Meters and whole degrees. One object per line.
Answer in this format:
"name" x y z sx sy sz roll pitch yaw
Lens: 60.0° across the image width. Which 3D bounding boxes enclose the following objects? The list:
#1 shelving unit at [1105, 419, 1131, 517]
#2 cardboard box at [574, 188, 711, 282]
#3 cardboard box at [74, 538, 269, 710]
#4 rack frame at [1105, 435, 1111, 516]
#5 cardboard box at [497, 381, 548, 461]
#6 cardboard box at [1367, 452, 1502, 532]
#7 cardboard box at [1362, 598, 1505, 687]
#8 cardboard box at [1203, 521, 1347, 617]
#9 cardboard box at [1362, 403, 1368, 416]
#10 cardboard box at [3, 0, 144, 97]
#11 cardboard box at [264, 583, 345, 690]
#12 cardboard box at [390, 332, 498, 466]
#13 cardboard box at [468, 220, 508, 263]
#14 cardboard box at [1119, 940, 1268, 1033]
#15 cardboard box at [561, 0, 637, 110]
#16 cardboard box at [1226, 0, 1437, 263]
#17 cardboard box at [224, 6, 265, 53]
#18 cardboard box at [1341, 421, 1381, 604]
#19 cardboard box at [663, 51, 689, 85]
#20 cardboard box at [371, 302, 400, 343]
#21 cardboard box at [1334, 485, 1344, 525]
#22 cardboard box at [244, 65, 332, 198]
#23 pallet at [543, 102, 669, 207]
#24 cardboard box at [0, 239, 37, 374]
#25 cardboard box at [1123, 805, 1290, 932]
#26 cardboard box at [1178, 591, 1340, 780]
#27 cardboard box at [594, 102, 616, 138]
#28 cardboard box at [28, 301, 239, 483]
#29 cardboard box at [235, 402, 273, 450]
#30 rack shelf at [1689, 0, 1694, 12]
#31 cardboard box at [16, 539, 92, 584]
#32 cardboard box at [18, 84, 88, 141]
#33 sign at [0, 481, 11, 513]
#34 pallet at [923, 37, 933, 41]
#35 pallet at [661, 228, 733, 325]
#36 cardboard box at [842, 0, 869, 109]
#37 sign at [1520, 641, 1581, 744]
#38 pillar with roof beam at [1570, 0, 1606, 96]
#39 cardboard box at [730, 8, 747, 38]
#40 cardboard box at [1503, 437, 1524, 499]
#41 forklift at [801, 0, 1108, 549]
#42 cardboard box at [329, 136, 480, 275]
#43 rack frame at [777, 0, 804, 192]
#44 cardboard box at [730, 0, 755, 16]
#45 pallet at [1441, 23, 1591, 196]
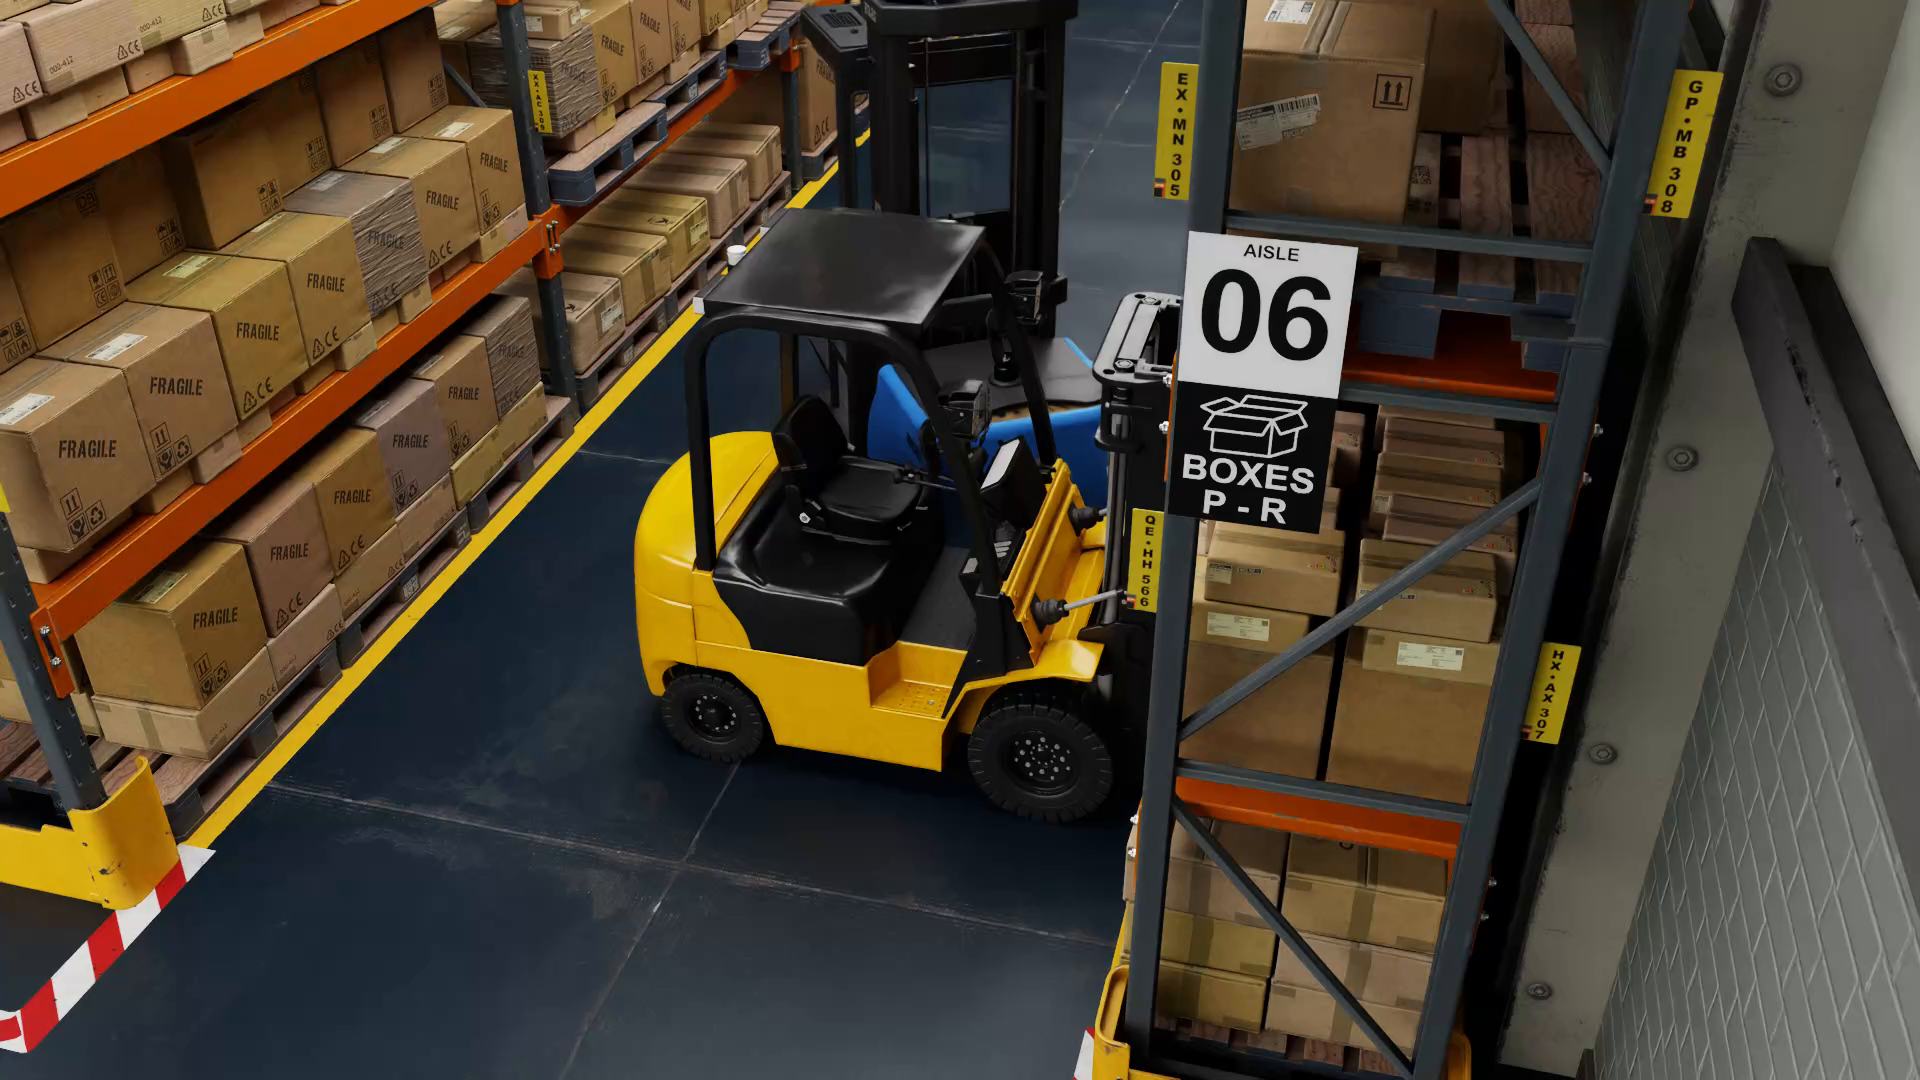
"shelving unit" 0.954 -0.248 7.740 0.431 1.500 0.755 9 34 14
"cardboard box" -2.266 -2.096 11.309 0.950 0.372 0.625 9 34 14
"cardboard box" -3.288 0.328 6.910 0.500 0.500 0.500 7 33 11
"rack frame" 0.847 -0.060 7.445 0.400 1.500 0.023 9 34 14
"cardboard box" -2.641 -0.694 9.217 0.500 0.250 0.500 10 34 15
"cardboard box" 1.480 -0.128 5.180 0.380 0.149 0.250 9 33 13
"cardboard box" 1.373 0.272 4.828 0.380 0.149 0.250 7 33 11
"cardboard box" 0.923 0.073 4.864 0.380 0.149 0.250 8 33 12
"cardboard box" 1.442 -0.659 6.897 0.500 0.500 0.500 8 33 12
"cardboard box" -3.244 -1.758 5.785 0.500 0.250 0.500 8 33 12
"cardboard box" -3.157 0.393 7.507 0.500 0.250 0.500 9 34 14
"cardboard box" -2.769 -0.746 8.600 0.500 0.500 0.500 9 33 13
"cardboard box" -2.594 -1.576 8.667 0.380 0.149 0.250 9 33 13
"cardboard box" 0.850 1.425 5.884 0.500 0.250 0.500 8 33 13
"cardboard box" -2.228 -2.830 9.643 0.500 0.500 0.500 8 33 13
"cardboard box" 0.913 -1.061 4.250 0.500 0.500 0.500 9 34 14
"cardboard box" -3.016 -2.046 6.611 0.380 0.149 0.250 7 33 11
"cardboard box" 1.665 -0.068 5.967 0.500 0.500 0.500 8 33 12
"cardboard box" -1.947 -3.008 10.529 0.380 0.149 0.250 9 34 14
"cardboard box" -2.886 -1.050 7.840 0.380 0.149 0.250 7 33 12
"cardboard box" 1.088 -0.195 5.563 0.380 0.149 0.250 8 33 12
"cardboard box" -3.377 -1.893 7.629 0.700 0.500 0.500 7 33 11
"pallet" -2.416 -2.316 9.777 1.003 0.211 1.213 8 33 12
"cardboard box" -3.848 -0.829 5.956 0.700 0.500 0.500 7 33 11
"cardboard box" 0.851 1.009 5.607 0.500 0.250 0.500 9 34 14
"cardboard box" 0.907 0.396 5.238 0.500 0.500 0.500 7 33 11
"cardboard box" -2.233 -2.464 9.673 0.380 0.149 0.250 9 33 13
"cardboard box" -3.249 -0.590 6.511 0.500 0.500 0.500 9 34 14
"cardboard box" -3.141 -0.511 6.992 0.380 0.149 0.250 9 34 14
"rack shelf" 1.544 -2.368 5.131 1.077 0.370 4.000 8 33 12
"cardboard box" -3.480 0.013 6.168 0.380 0.149 0.250 8 33 13
"cardboard box" -3.287 -1.514 5.774 0.380 0.149 0.250 9 34 14
"sign" -3.241 -0.236 5.519 0.100 0.325 0.005 8 33 12
"pallet" -0.844 -4.585 15.765 1.003 0.211 1.213 8 33 12
"pallet" -2.247 -1.883 11.515 1.003 0.211 1.213 8 33 12
"cardboard box" -1.250 -4.186 14.128 0.875 0.875 0.875 8 33 13
"sign" 1.571 0.409 4.430 0.100 0.325 0.005 8 33 12
"pillar with roof beam" -0.557 -5.741 9.393 9.100 9.000 0.400 8 33 12
"cardboard box" -1.682 -3.550 11.381 0.380 0.149 0.250 6 33 10
"cardboard box" 1.703 -0.245 5.642 0.380 0.149 0.250 8 33 13
"forklift" -0.140 -1.632 8.585 1.130 2.935 3.031 -10 34 -16
"cardboard box" -2.747 -1.656 8.188 0.500 0.500 0.500 9 34 14
"rack frame" -1.736 -4.096 12.398 1.000 3.000 0.127 8 33 12
"cardboard box" -1.703 -3.898 11.323 0.500 0.500 0.500 7 33 12
"pallet" 1.548 -1.498 5.597 1.003 0.211 1.213 8 33 12
